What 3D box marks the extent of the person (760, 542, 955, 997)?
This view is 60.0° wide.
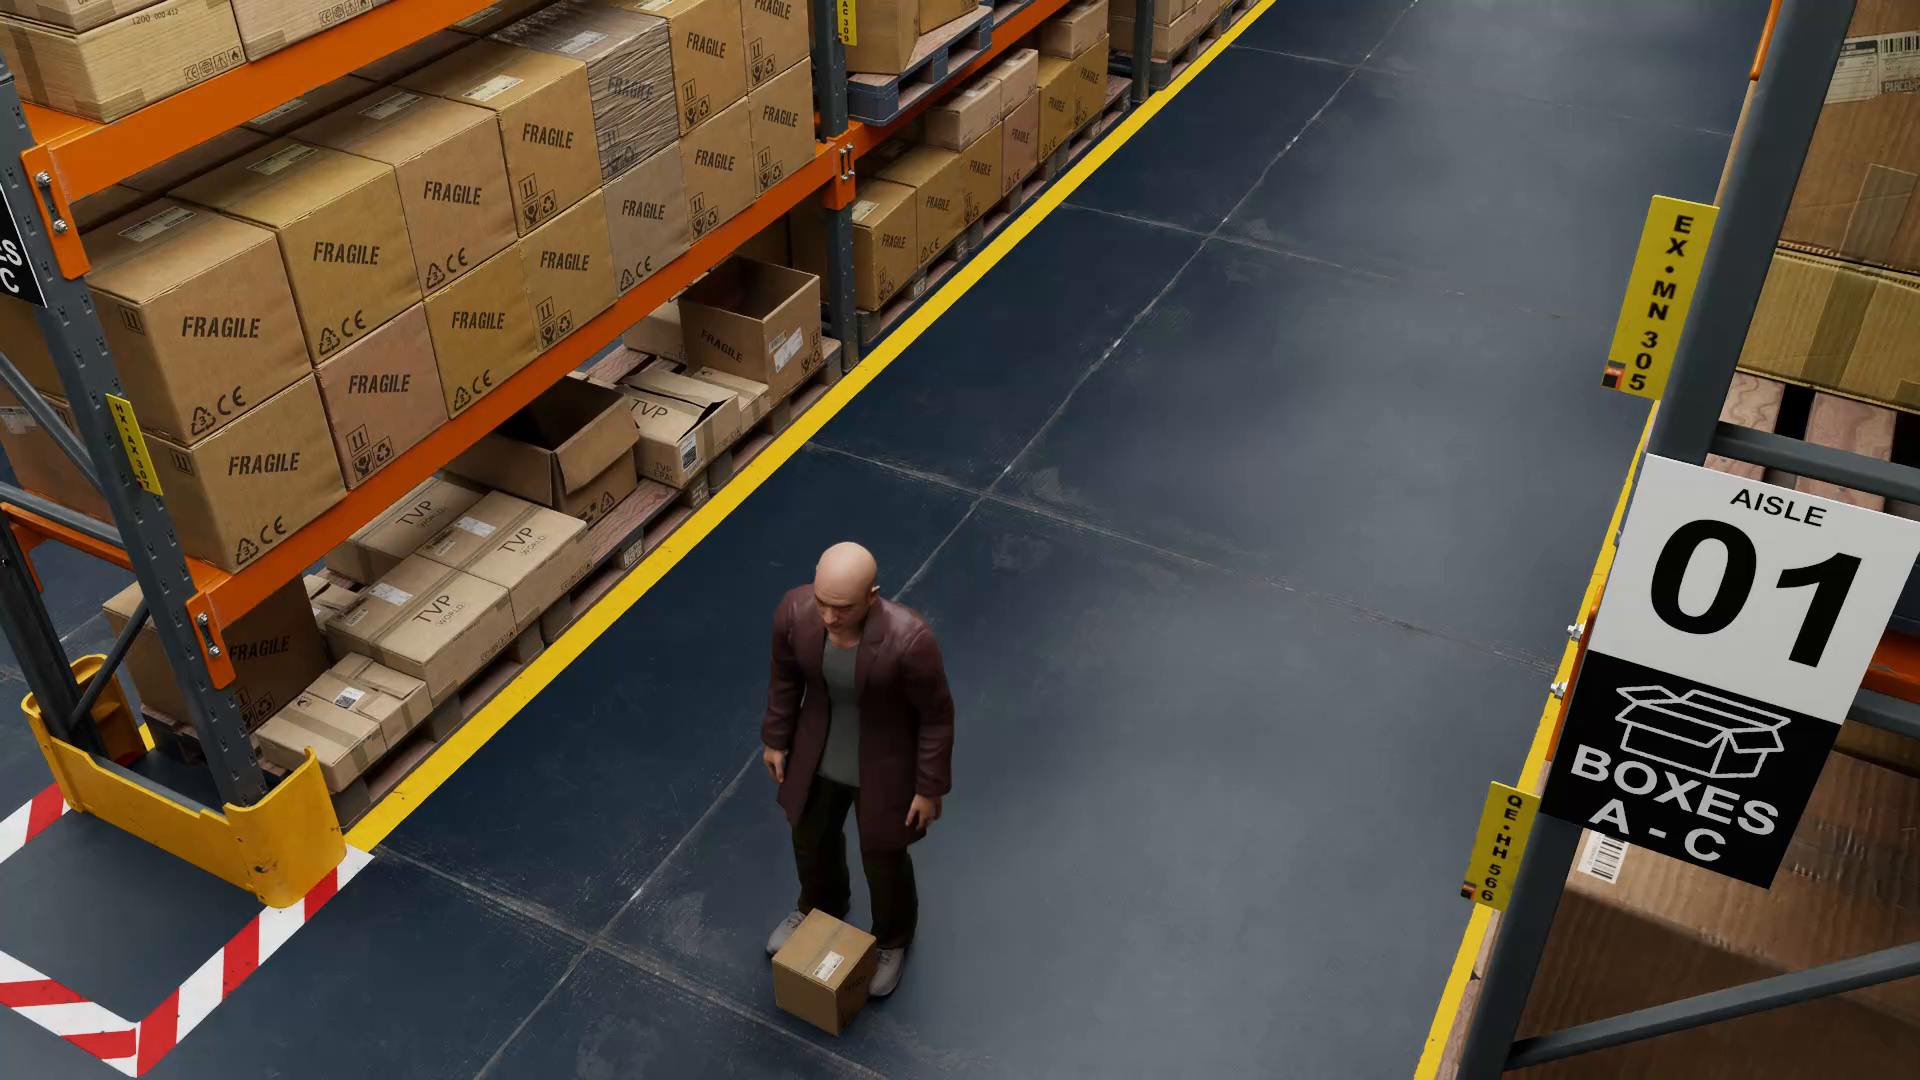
[{"bbox_3d":[-0.326,0.703,5.246,0.654,1.774,0.421,15,40,19],"label":"person"}]
